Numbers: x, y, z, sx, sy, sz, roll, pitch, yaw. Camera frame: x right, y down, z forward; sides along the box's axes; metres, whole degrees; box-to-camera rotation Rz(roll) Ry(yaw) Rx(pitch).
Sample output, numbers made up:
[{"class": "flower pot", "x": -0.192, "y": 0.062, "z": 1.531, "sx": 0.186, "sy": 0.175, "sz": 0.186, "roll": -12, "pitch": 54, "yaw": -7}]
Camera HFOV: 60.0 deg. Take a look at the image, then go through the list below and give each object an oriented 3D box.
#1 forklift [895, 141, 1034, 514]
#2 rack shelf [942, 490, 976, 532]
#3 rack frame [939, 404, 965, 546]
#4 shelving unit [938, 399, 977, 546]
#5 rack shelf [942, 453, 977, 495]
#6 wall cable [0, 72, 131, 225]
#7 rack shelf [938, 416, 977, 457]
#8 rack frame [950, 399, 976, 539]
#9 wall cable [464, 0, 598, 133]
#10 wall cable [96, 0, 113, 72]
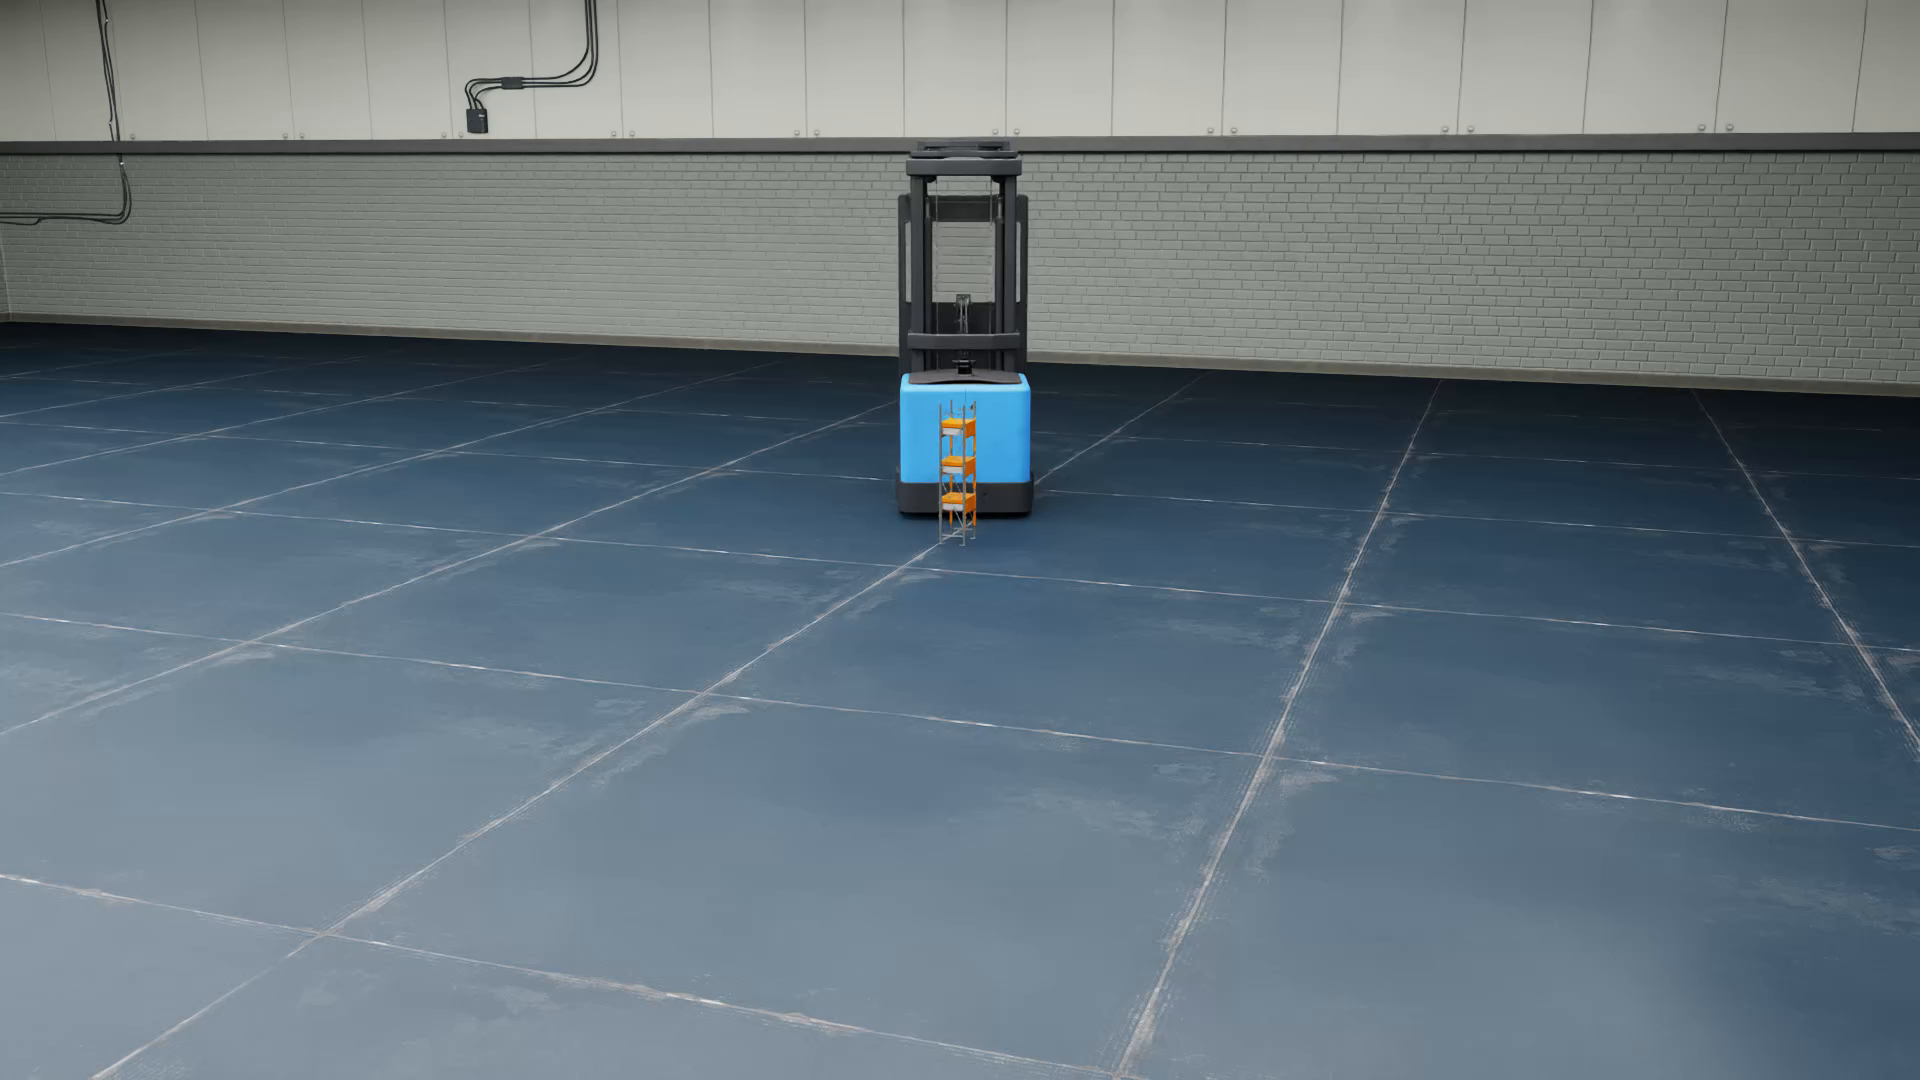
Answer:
[{"class": "forklift", "x": 0.021, "y": -1.910, "z": 14.271, "sx": 1.130, "sy": 2.935, "sz": 3.031, "roll": 0, "pitch": 13, "yaw": -1}, {"class": "rack shelf", "x": -0.017, "y": -0.219, "z": 12.386, "sx": 0.215, "sy": 0.259, "sz": 0.240, "roll": 4, "pitch": 14, "yaw": 18}, {"class": "rack frame", "x": -0.057, "y": -0.475, "z": 12.209, "sx": 0.200, "sy": 1.050, "sz": 0.008, "roll": 4, "pitch": 14, "yaw": 18}, {"class": "shelving unit", "x": -0.017, "y": -0.501, "z": 12.322, "sx": 0.215, "sy": 1.050, "sz": 0.252, "roll": 4, "pitch": 14, "yaw": 18}, {"class": "rack shelf", "x": -0.017, "y": -0.490, "z": 12.324, "sx": 0.215, "sy": 0.259, "sz": 0.240, "roll": 4, "pitch": 14, "yaw": 18}, {"class": "wall cable", "x": -15.460, "y": -6.640, "z": 28.336, "sx": 3.097, "sy": 2.526, "sz": 0.112, "roll": 4, "pitch": 14, "yaw": 18}, {"class": "rack shelf", "x": -0.017, "y": -0.767, "z": 12.261, "sx": 0.215, "sy": 0.259, "sz": 0.240, "roll": 4, "pitch": 14, "yaw": 18}, {"class": "rack frame", "x": 0.022, "y": -0.526, "z": 12.434, "sx": 0.200, "sy": 1.050, "sz": 0.008, "roll": 4, "pitch": 14, "yaw": 18}, {"class": "wall cable", "x": -6.482, "y": -9.125, "z": 24.603, "sx": 2.305, "sy": 6.003, "sz": 0.169, "roll": 4, "pitch": 14, "yaw": 18}, {"class": "wall cable", "x": -12.900, "y": -8.908, "z": 26.921, "sx": 3.097, "sy": 2.526, "sz": 0.112, "roll": 4, "pitch": 14, "yaw": 18}]
